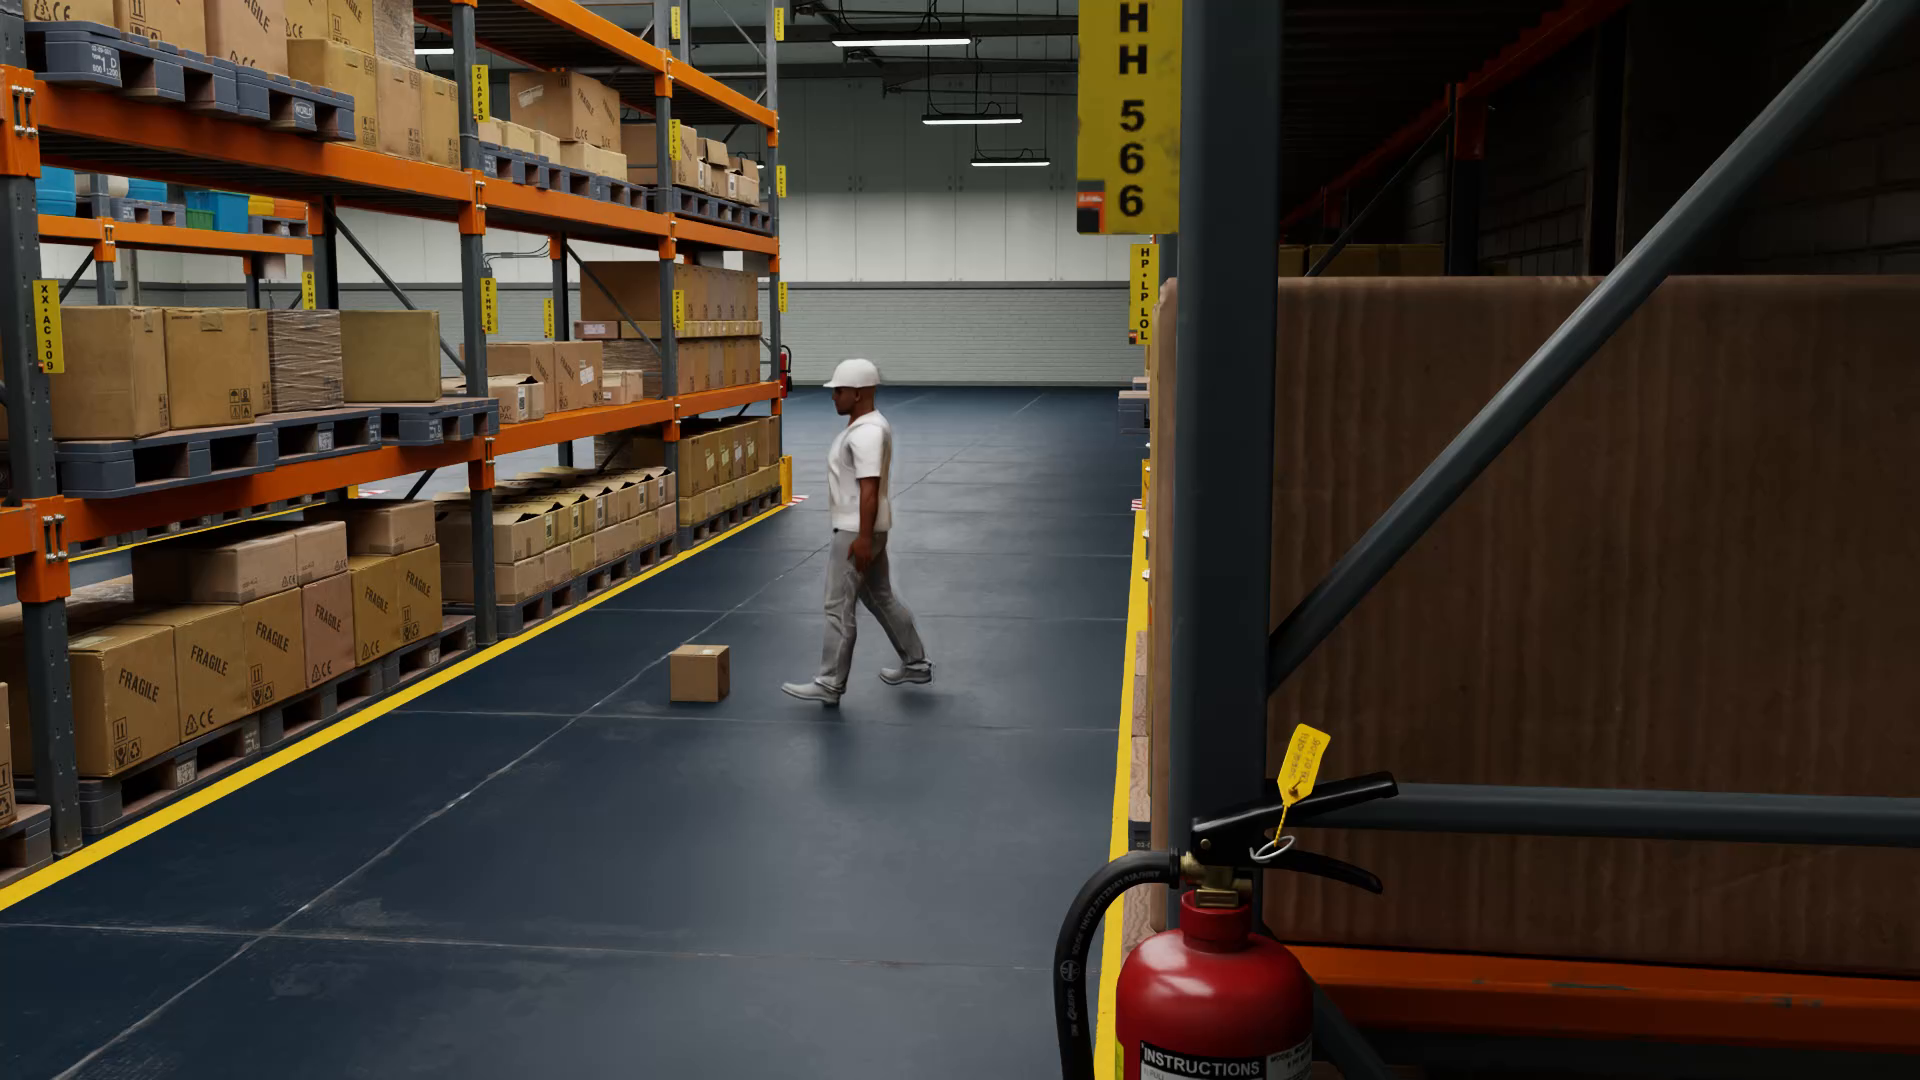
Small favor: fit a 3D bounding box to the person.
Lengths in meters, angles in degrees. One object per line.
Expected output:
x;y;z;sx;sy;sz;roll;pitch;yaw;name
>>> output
-0.533;-0.048;8.586;0.767;1.767;0.592;0;8;0;person
